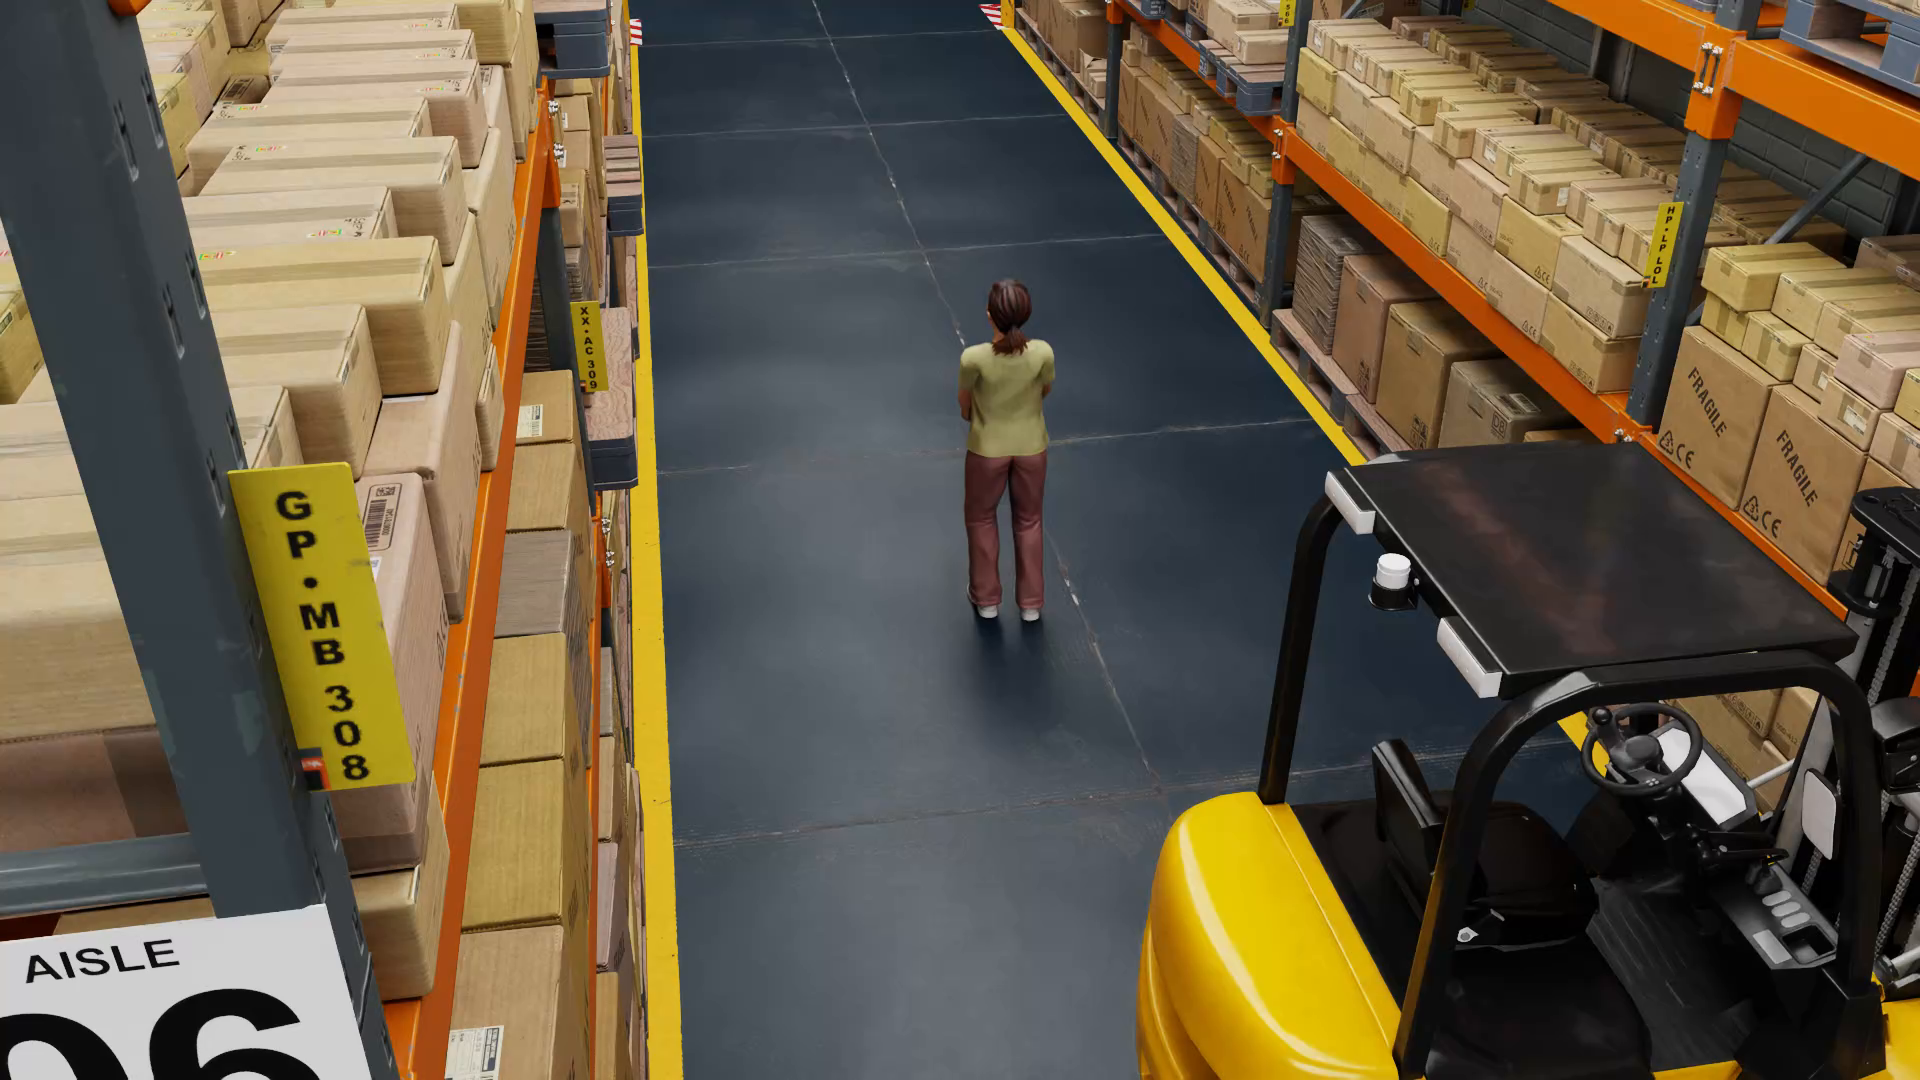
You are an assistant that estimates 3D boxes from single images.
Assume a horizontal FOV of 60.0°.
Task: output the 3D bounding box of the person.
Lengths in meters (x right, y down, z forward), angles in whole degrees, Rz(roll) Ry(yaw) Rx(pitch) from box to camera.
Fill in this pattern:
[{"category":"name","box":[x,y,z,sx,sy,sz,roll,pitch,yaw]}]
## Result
[{"category":"person","box":[0.190,-0.413,7.339,0.425,1.662,0.554,-5,31,-8]}]
